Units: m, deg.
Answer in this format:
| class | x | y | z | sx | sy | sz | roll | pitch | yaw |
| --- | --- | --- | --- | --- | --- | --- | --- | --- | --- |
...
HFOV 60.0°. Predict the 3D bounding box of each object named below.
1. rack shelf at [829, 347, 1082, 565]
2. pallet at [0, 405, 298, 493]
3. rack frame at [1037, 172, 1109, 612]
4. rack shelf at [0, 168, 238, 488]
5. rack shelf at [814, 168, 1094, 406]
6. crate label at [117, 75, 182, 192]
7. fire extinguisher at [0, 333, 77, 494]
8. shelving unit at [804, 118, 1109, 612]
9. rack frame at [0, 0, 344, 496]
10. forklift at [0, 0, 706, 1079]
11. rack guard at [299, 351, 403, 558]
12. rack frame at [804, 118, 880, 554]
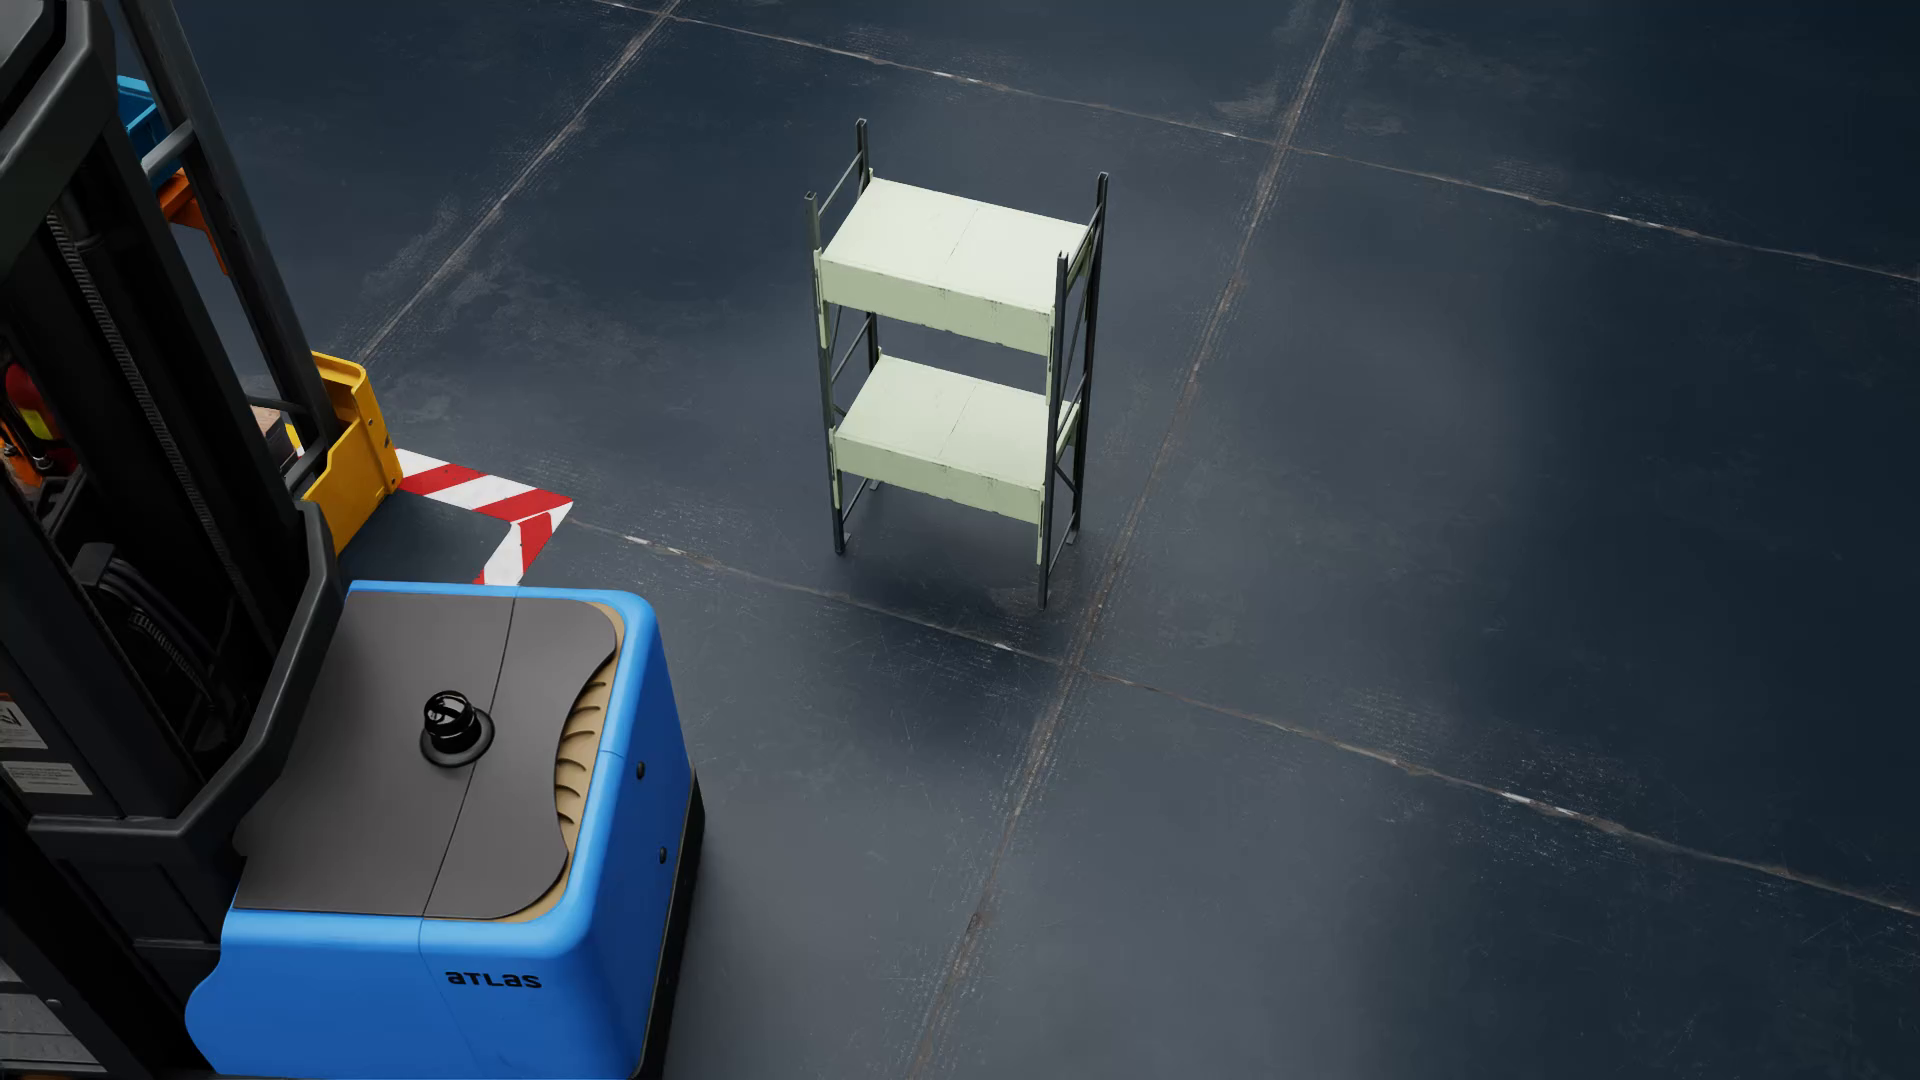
| class | x | y | z | sx | sy | sz | roll | pitch | yaw |
| --- | --- | --- | --- | --- | --- | --- | --- | --- | --- |
| rack shelf | -0.006 | -0.279 | 5.431 | 0.720 | 0.370 | 0.431 | 16 | 51 | 13 |
| pallet | -3.122 | -0.189 | 5.774 | 1.213 | 0.211 | 1.003 | 16 | 51 | 13 |
| rack frame | 0.337 | -0.397 | 5.102 | 0.023 | 1.500 | 0.400 | 16 | 51 | 13 |
| rack shelf | -4.238 | -1.147 | 5.235 | 4.000 | 0.370 | 1.077 | 16 | 51 | 13 |
| rack shelf | -0.006 | -0.749 | 4.890 | 0.720 | 0.370 | 0.431 | 16 | 51 | 13 |
| crate label | -2.479 | -1.122 | 4.808 | 0.303 | 0.233 | 0.416 | 16 | 51 | 13 |
| fire extinguisher | -2.377 | -0.350 | 4.366 | 0.183 | 0.674 | 0.296 | 16 | 51 | 13 |
| shelving unit | -0.006 | -0.493 | 5.185 | 0.755 | 1.500 | 0.431 | 16 | 51 | 13 |
| rack frame | -2.361 | -0.859 | 4.509 | 0.127 | 3.000 | 1.000 | 16 | 51 | 13 |
| forklift | -2.289 | 0.182 | 3.652 | 3.031 | 2.935 | 1.130 | 2 | 49 | 2 |
| rack guard | -2.334 | -0.043 | 5.457 | 0.348 | 0.500 | 1.175 | 16 | 51 | 13 |
| rack frame | -0.350 | -0.589 | 5.268 | 0.023 | 1.500 | 0.400 | 16 | 51 | 13 |
